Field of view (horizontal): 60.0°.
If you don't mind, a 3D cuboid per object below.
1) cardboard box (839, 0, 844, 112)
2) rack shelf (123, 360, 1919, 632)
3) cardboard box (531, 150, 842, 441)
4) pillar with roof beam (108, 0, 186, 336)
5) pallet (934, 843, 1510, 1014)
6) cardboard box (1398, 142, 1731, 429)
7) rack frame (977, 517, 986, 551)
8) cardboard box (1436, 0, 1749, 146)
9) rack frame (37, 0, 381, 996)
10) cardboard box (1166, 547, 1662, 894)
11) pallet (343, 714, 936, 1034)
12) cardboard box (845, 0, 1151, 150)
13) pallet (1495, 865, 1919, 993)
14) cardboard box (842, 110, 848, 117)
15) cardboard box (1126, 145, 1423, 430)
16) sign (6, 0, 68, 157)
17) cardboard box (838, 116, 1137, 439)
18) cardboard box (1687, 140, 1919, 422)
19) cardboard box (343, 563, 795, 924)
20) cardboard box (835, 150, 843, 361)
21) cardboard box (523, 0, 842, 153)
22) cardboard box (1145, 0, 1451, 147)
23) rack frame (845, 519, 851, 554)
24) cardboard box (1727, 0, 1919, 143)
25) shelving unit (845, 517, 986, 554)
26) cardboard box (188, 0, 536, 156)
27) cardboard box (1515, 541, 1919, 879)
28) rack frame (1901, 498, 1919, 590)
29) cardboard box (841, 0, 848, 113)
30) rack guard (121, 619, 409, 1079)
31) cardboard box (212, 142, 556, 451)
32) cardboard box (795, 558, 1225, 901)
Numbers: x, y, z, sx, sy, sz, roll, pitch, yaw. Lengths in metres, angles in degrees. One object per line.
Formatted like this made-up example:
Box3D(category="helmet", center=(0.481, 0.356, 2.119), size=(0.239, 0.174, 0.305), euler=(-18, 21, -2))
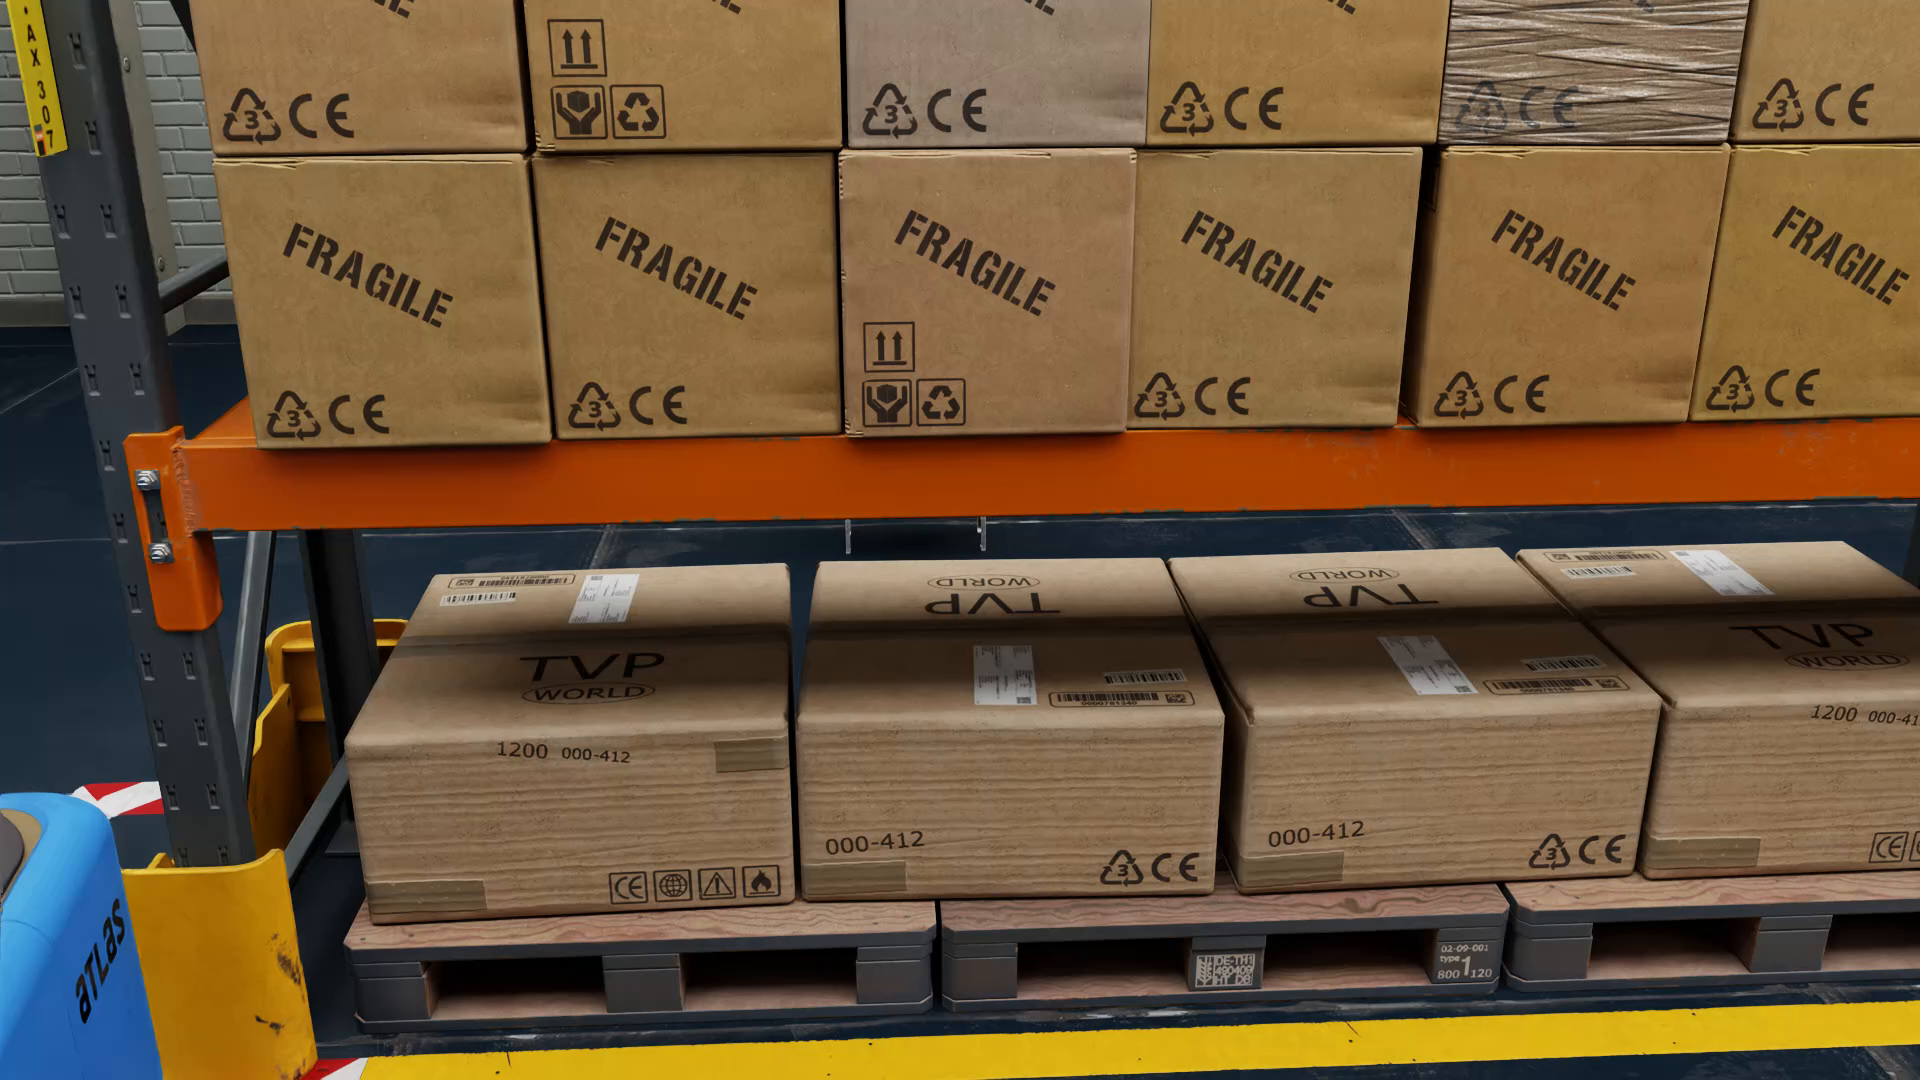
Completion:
Box3D(category="cardboard box", center=(-0.488, -1.155, 3.393), size=(0.500, 0.500, 0.500), euler=(-1, 21, -3))
Box3D(category="rack shelf", center=(0.521, -0.230, 3.521), size=(4.000, 0.370, 1.077), euler=(-1, 21, -3))
Box3D(category="cardboard box", center=(-0.477, -0.500, 3.079), size=(0.500, 0.500, 0.500), euler=(-1, 21, -4))
Box3D(category="pillar with roof beam", center=(-4.261, -3.829, 3.530), size=(0.400, 9.000, 9.100), euler=(-1, 21, -3))
Box3D(category="pallet", center=(0.533, 0.710, 3.960), size=(1.213, 0.211, 1.003), euler=(-1, 21, -3))
Box3D(category="cardboard box", center=(1.055, -0.526, 3.145), size=(0.500, 0.500, 0.500), euler=(-1, 21, -4))
Box3D(category="rack frame", center=(0.078, -0.562, 5.912), size=(0.015, 1.200, 0.240), euler=(-1, 21, -3))
Box3D(category="cardboard box", center=(1.048, -0.992, 2.965), size=(0.500, 0.500, 0.500), euler=(-1, 21, -2))
Box3D(category="rack frame", center=(-1.476, -0.526, 3.286), size=(0.127, 3.000, 1.000), euler=(-1, 21, -3))
Box3D(category="cardboard box", center=(0.991, 0.387, 3.899), size=(0.875, 0.438, 0.875), euler=(-2, 21, -5))
Box3D(category="pallet", center=(-0.682, 0.734, 3.898), size=(1.213, 0.211, 1.003), euler=(-1, 21, -3))
Box3D(category="cardboard box", center=(0.048, -0.974, 2.919), size=(0.500, 0.500, 0.500), euler=(-1, 21, -3))
Box3D(category="pallet", center=(1.754, 0.684, 4.028), size=(1.213, 0.211, 1.003), euler=(-1, 21, -3))
Box3D(category="cardboard box", center=(0.005, -0.695, 3.590), size=(0.500, 0.500, 0.500), euler=(-1, 21, -1))
Box3D(category="cardboard box", center=(0.531, -0.520, 3.131), size=(0.500, 0.500, 0.500), euler=(0, 21, -1))
Box3D(category="sign", center=(-1.450, -0.770, 2.600), size=(0.005, 0.325, 0.100), euler=(-1, 21, -3))
Box3D(category="cardboard box", center=(0.032, -0.504, 3.089), size=(0.500, 0.500, 0.500), euler=(-1, 21, -3))
Box3D(category="cardboard box", center=(1.556, -0.541, 3.186), size=(0.500, 0.500, 0.500), euler=(-2, 21, -4))
Box3D(category="cardboard box", center=(-0.823, 0.427, 3.796), size=(0.875, 0.438, 0.875), euler=(-2, 21, -5))
Box3D(category="cardboard box", center=(-0.508, -0.681, 3.554), size=(0.500, 0.500, 0.500), euler=(-2, 21, -4))
Box3D(category="cardboard box", center=(-0.465, -0.961, 2.884), size=(0.500, 0.500, 0.500), euler=(-2, 21, -5))
Box3D(category="cardboard box", center=(0.546, -0.985, 2.946), size=(0.500, 0.500, 0.500), euler=(-1, 21, -3))
Box3D(category="rack frame", center=(-0.409, -0.552, 5.886), size=(0.015, 1.200, 0.240), euler=(-1, 21, -3))
Box3D(category="cardboard box", center=(1.555, -1.006, 3.001), size=(0.500, 0.500, 0.500), euler=(-1, 21, -4))
Box3D(category="shelving unit", center=(-0.165, -0.557, 5.899), size=(0.503, 1.200, 0.258), euler=(-1, 21, -3))
Box3D(category="cardboard box", center=(-0.980, -0.948, 2.850), size=(0.500, 0.500, 0.500), euler=(-2, 21, -4))
Box3D(category="cardboard box", center=(1.885, 0.369, 3.947), size=(0.875, 0.438, 0.875), euler=(-1, 21, -4))
Box3D(category="rack frame", center=(2.518, -0.607, 3.499), size=(0.127, 3.000, 1.000), euler=(-1, 21, -3))
Box3D(category="cardboard box", center=(0.006, -1.164, 3.417), size=(0.500, 0.500, 0.500), euler=(-1, 21, -3))
Box3D(category="rack guard", center=(-1.500, 0.643, 3.729), size=(0.348, 0.500, 1.175), euler=(-1, 21, -3))
Box3D(category="cardboard box", center=(-0.980, -0.480, 3.026), size=(0.500, 0.500, 0.500), euler=(-1, 21, -3))
Box3D(category="cardboard box", center=(0.090, 0.405, 3.852), size=(0.875, 0.438, 0.875), euler=(-1, 21, -2))
